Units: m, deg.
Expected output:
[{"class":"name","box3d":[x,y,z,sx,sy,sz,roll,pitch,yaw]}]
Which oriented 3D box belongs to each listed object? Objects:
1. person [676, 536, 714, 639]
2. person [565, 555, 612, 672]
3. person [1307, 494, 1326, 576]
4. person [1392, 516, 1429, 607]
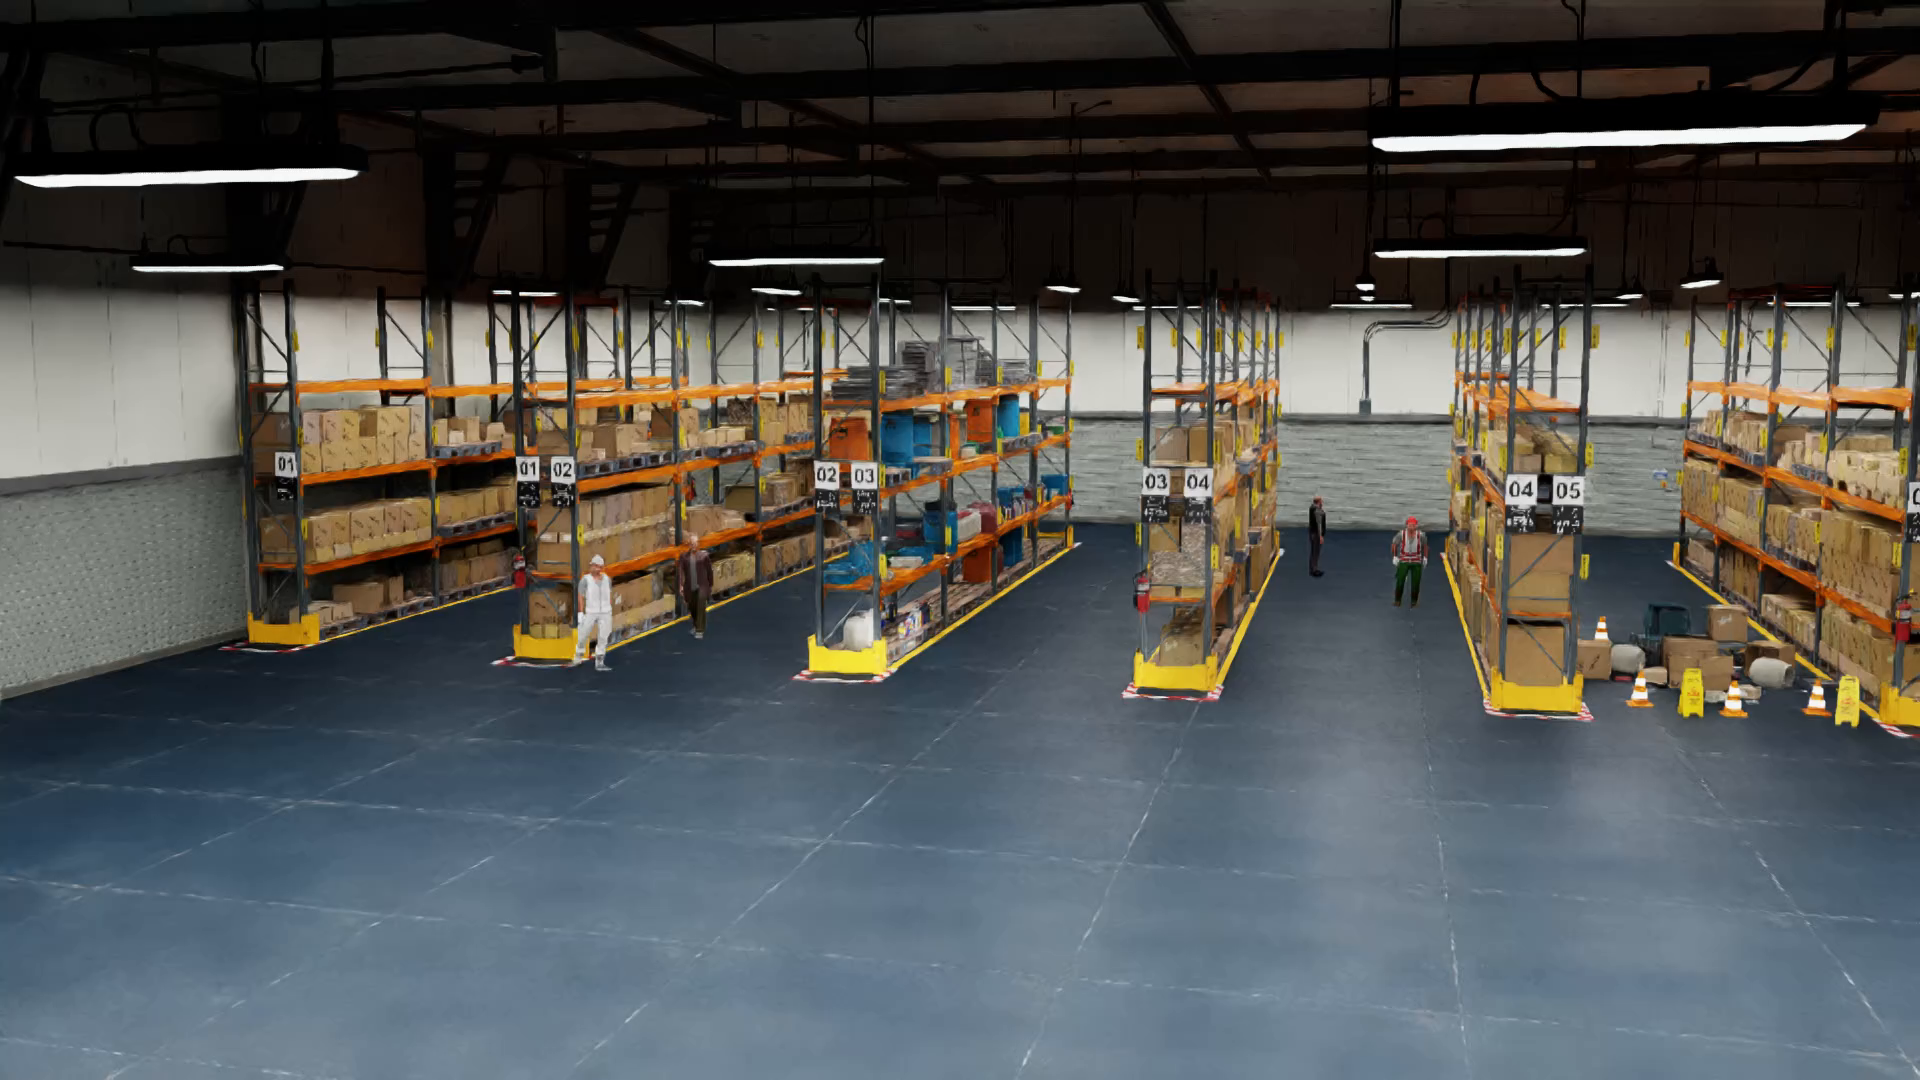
[{"class":"person","box3d":[-4.480,0.777,28.046,0.577,1.716,1.103,1,7,5]},{"class":"person","box3d":[-5.615,1.112,25.184,0.731,1.775,0.517,-4,8,-27]},{"class":"person","box3d":[7.618,-0.112,35.438,0.376,1.732,0.593,0,7,0]},{"class":"person","box3d":[8.447,0.407,31.232,0.677,1.742,0.551,2,7,13]}]
